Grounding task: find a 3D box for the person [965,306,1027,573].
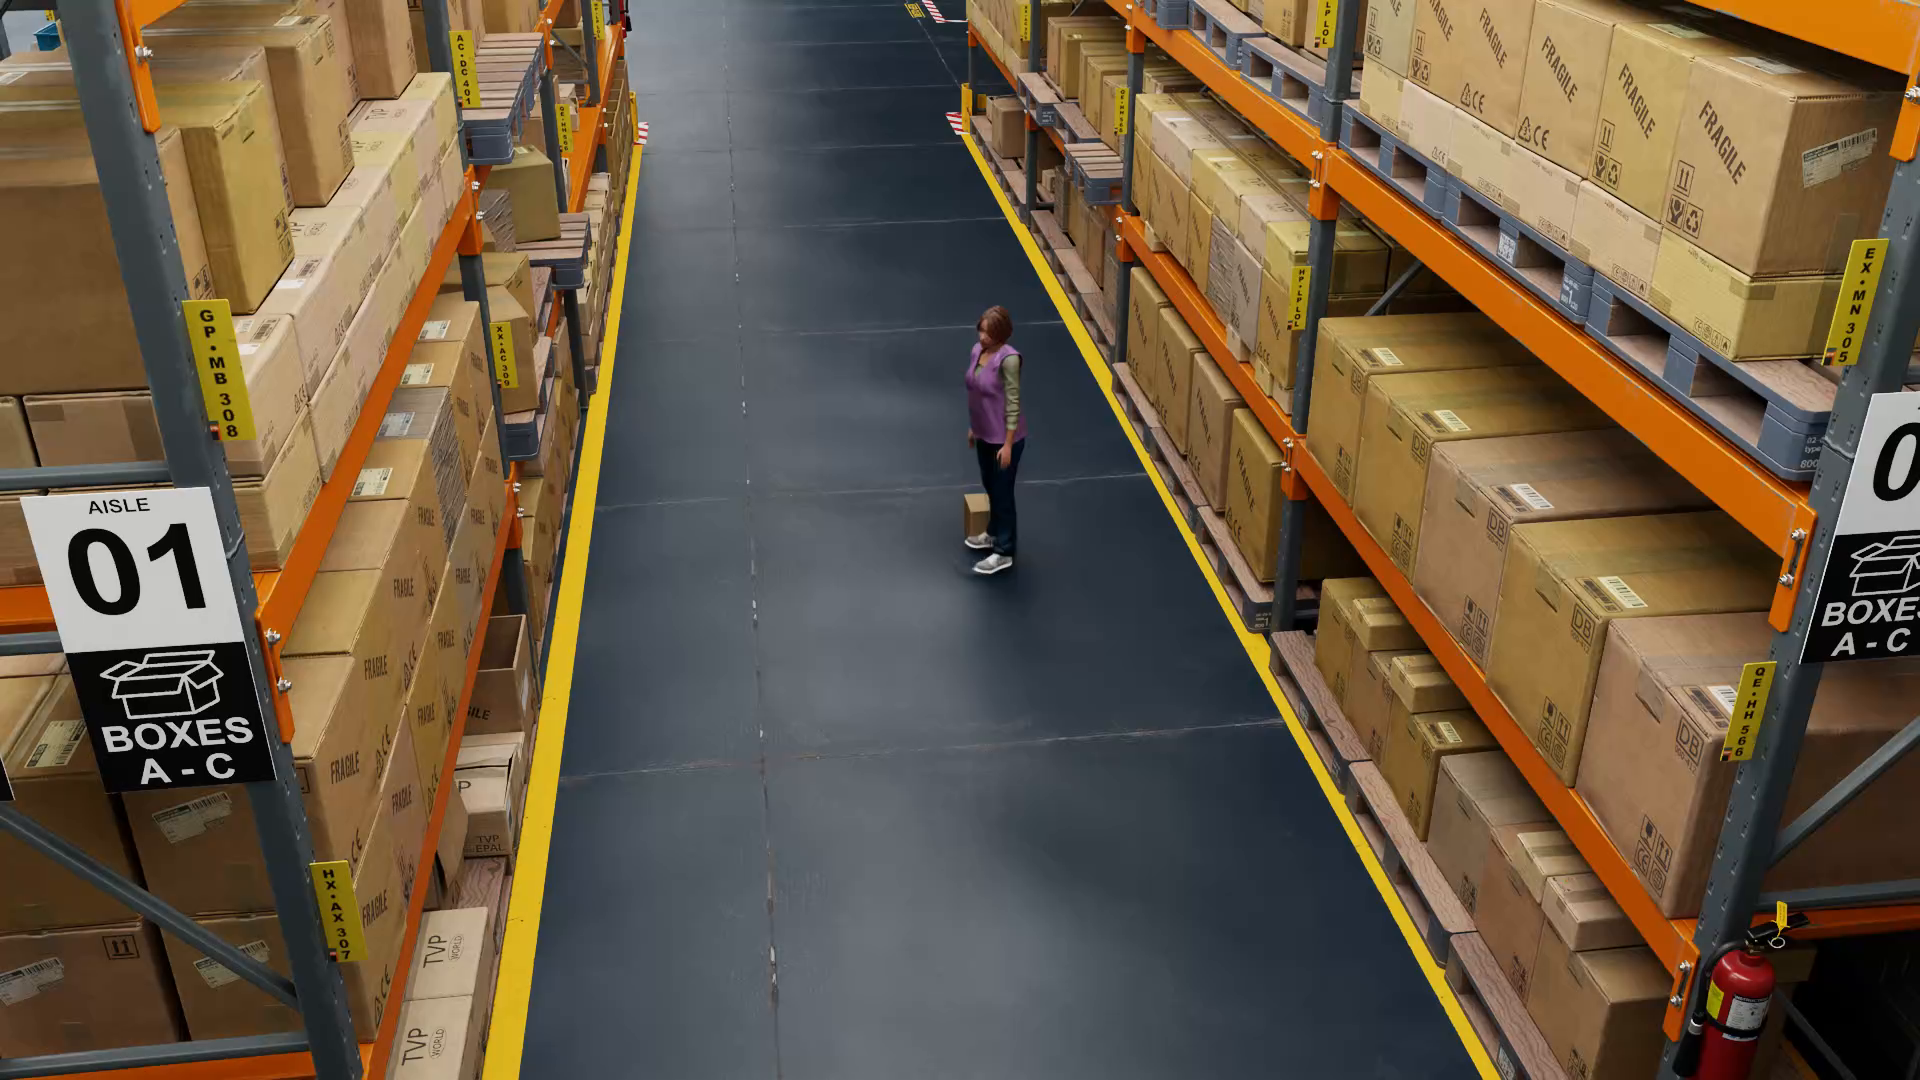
[{"bbox_3d":[0.181,-0.593,9.709,0.408,1.602,0.499,-16,31,-28],"label":"person"}]
